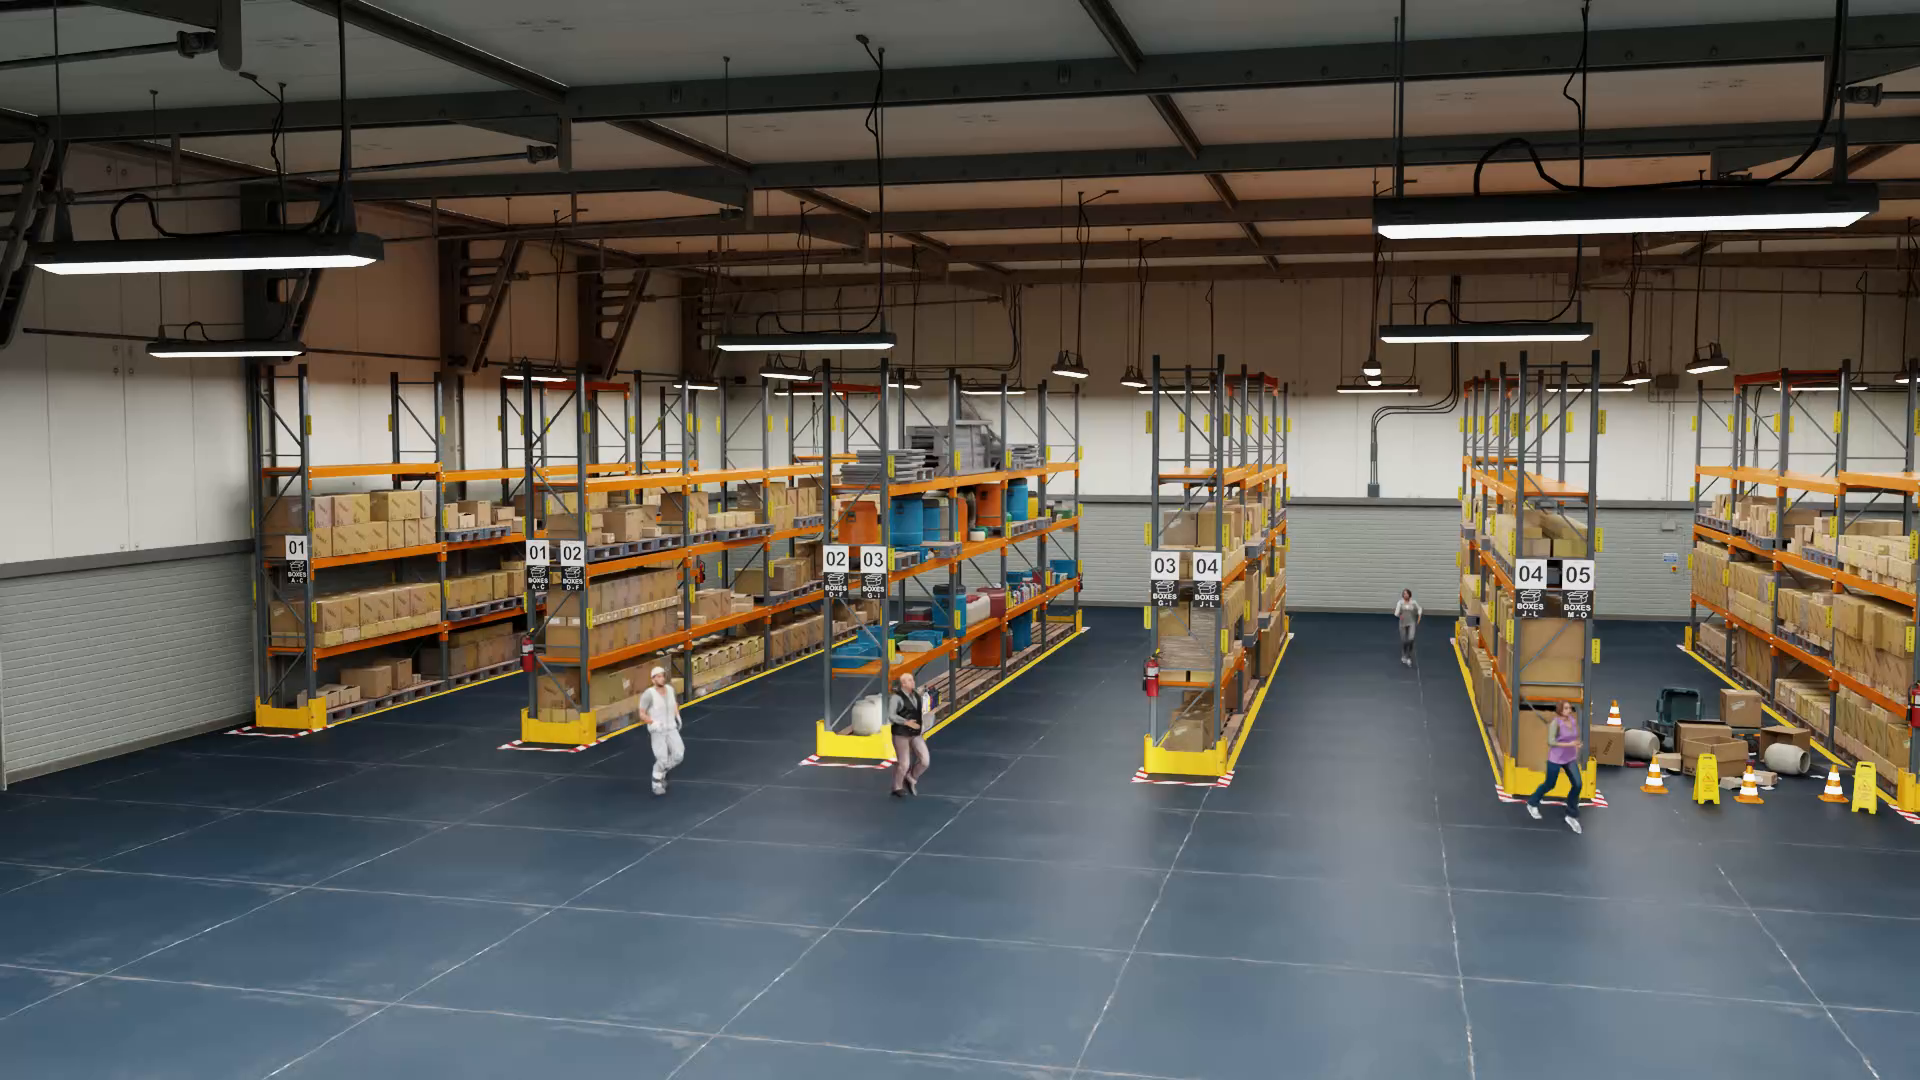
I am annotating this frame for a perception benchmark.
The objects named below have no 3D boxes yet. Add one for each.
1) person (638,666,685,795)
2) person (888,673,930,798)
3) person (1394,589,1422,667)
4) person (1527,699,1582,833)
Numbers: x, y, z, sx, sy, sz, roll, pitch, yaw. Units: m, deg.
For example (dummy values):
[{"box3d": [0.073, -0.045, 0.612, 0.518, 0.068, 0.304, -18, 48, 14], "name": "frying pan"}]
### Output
[{"box3d": [-3.998, 2.580, 22.486, 0.669, 1.742, 0.519, -4, 5, -43], "name": "person"}, {"box3d": [-0.680, 2.622, 22.202, 0.647, 1.704, 0.666, -4, 5, -42], "name": "person"}, {"box3d": [9.359, 1.822, 34.767, 0.541, 1.615, 0.703, 1, 4, 20], "name": "person"}, {"box3d": [7.473, 2.776, 20.726, 0.548, 1.631, 0.844, -1, 4, -20], "name": "person"}]
